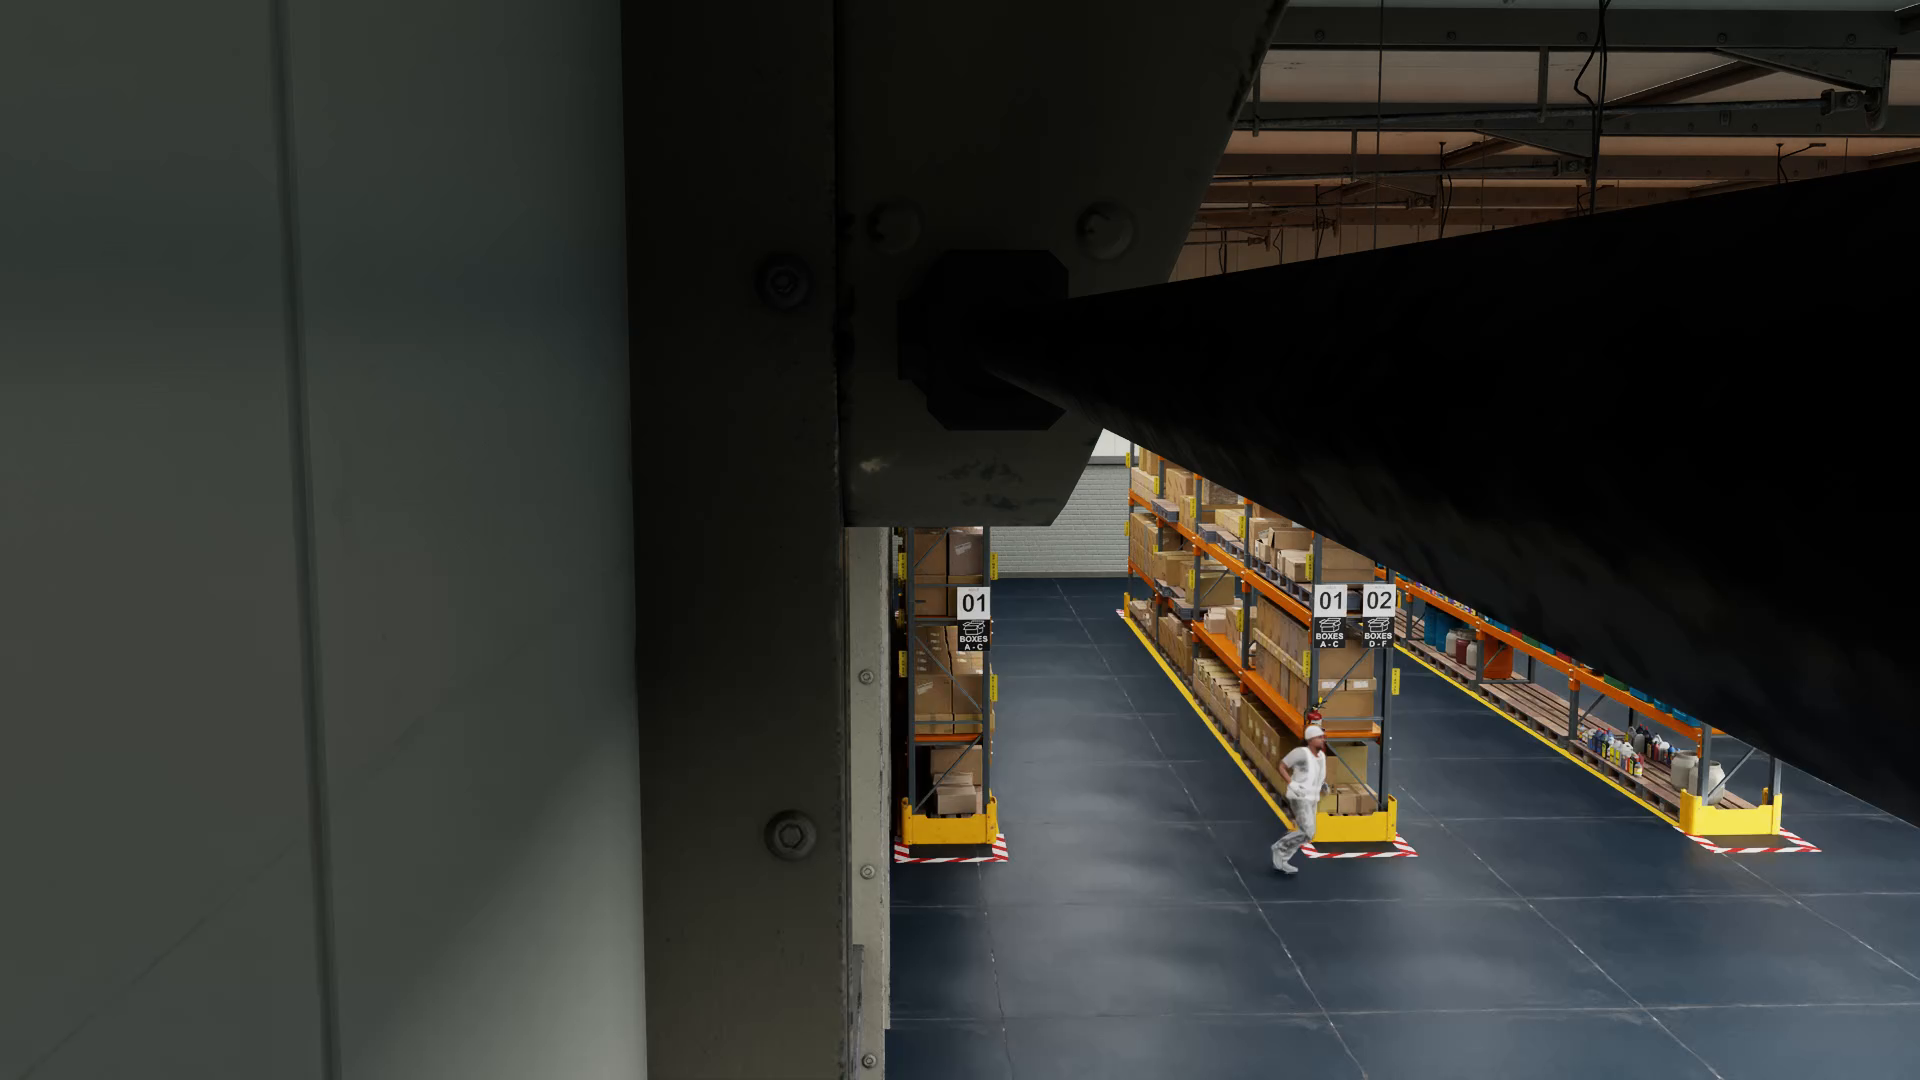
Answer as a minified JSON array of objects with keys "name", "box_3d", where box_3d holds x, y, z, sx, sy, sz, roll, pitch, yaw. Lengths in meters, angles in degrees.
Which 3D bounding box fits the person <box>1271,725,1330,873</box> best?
[{"name":"person","box_3d":[4.027,3.006,19.371,0.569,1.690,0.738,7,10,42]}]
